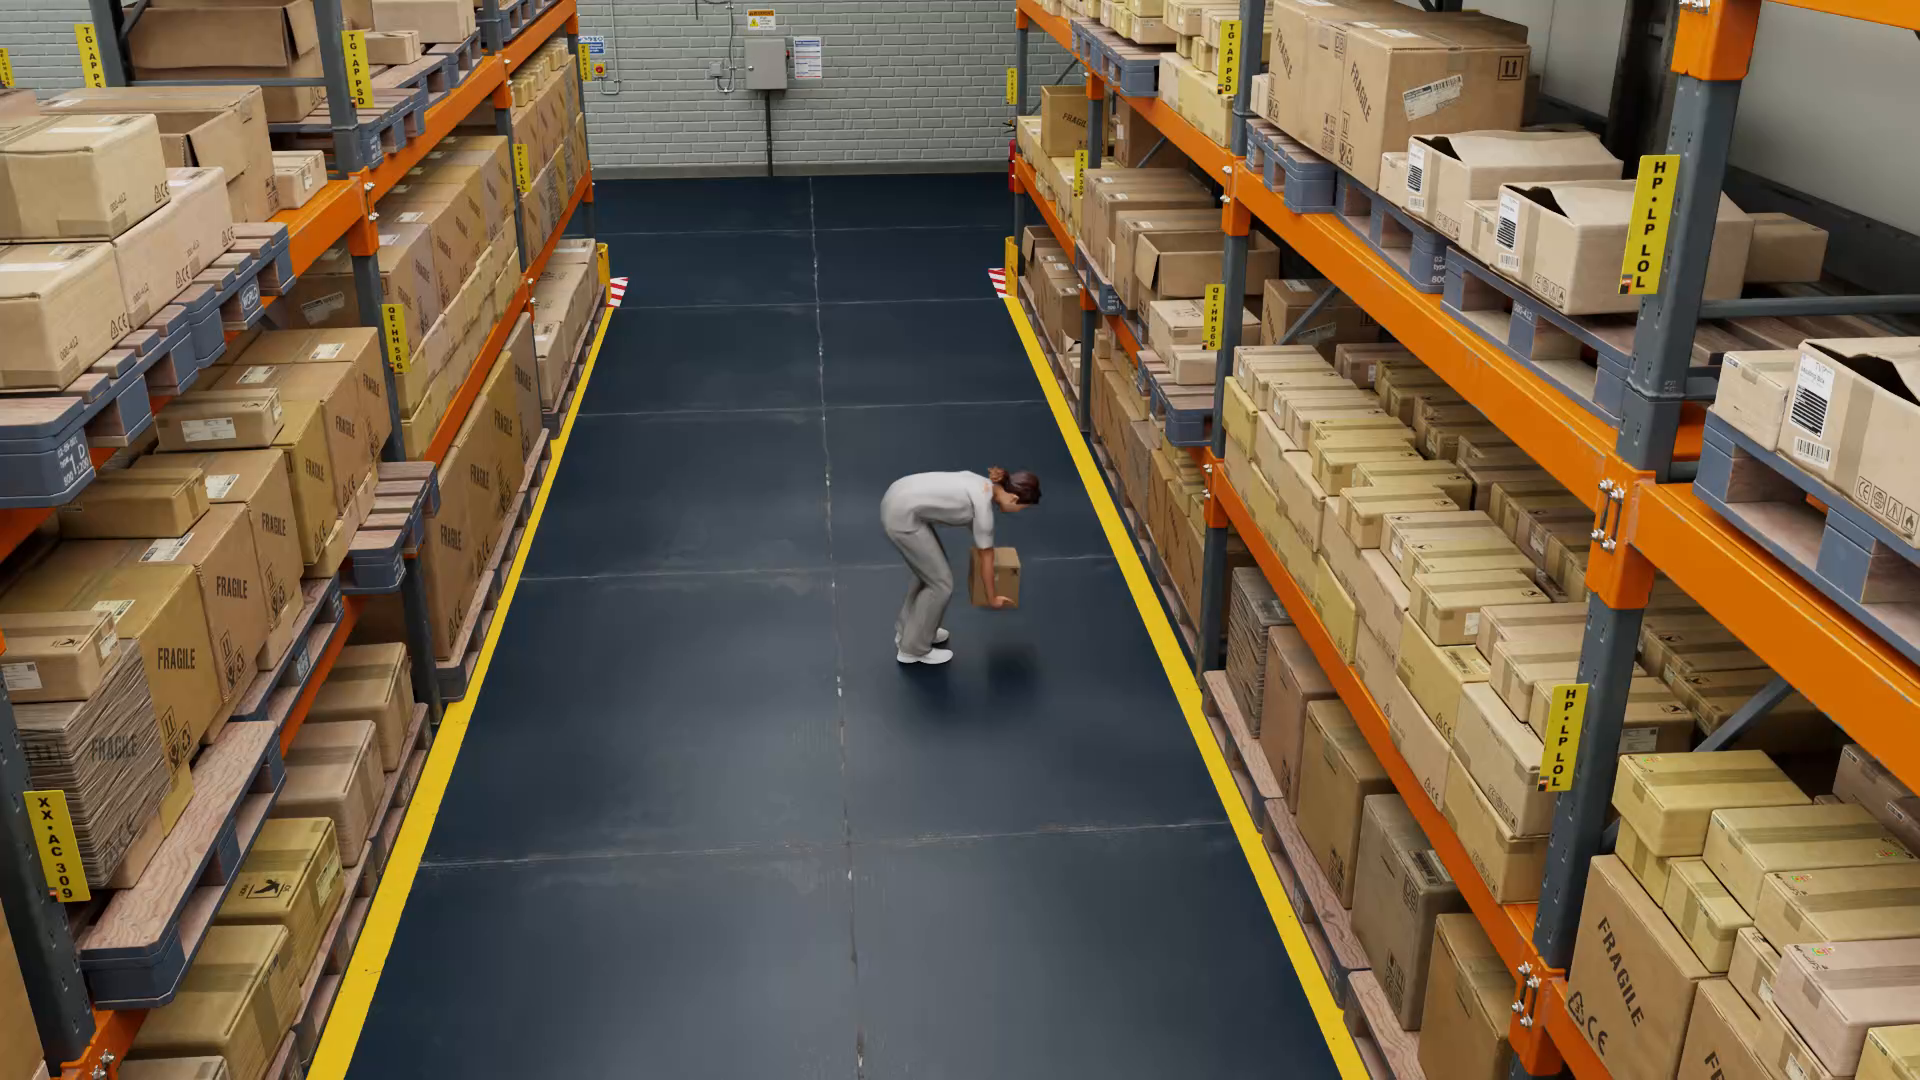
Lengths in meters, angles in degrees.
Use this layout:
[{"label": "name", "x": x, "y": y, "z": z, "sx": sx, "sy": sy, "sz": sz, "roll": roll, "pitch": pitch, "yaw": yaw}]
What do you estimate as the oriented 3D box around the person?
[{"label": "person", "x": 0.004, "y": 0.112, "z": 9.078, "sx": 0.873, "sy": 1.089, "sz": 0.431, "roll": -3, "pitch": 24, "yaw": -7}]
